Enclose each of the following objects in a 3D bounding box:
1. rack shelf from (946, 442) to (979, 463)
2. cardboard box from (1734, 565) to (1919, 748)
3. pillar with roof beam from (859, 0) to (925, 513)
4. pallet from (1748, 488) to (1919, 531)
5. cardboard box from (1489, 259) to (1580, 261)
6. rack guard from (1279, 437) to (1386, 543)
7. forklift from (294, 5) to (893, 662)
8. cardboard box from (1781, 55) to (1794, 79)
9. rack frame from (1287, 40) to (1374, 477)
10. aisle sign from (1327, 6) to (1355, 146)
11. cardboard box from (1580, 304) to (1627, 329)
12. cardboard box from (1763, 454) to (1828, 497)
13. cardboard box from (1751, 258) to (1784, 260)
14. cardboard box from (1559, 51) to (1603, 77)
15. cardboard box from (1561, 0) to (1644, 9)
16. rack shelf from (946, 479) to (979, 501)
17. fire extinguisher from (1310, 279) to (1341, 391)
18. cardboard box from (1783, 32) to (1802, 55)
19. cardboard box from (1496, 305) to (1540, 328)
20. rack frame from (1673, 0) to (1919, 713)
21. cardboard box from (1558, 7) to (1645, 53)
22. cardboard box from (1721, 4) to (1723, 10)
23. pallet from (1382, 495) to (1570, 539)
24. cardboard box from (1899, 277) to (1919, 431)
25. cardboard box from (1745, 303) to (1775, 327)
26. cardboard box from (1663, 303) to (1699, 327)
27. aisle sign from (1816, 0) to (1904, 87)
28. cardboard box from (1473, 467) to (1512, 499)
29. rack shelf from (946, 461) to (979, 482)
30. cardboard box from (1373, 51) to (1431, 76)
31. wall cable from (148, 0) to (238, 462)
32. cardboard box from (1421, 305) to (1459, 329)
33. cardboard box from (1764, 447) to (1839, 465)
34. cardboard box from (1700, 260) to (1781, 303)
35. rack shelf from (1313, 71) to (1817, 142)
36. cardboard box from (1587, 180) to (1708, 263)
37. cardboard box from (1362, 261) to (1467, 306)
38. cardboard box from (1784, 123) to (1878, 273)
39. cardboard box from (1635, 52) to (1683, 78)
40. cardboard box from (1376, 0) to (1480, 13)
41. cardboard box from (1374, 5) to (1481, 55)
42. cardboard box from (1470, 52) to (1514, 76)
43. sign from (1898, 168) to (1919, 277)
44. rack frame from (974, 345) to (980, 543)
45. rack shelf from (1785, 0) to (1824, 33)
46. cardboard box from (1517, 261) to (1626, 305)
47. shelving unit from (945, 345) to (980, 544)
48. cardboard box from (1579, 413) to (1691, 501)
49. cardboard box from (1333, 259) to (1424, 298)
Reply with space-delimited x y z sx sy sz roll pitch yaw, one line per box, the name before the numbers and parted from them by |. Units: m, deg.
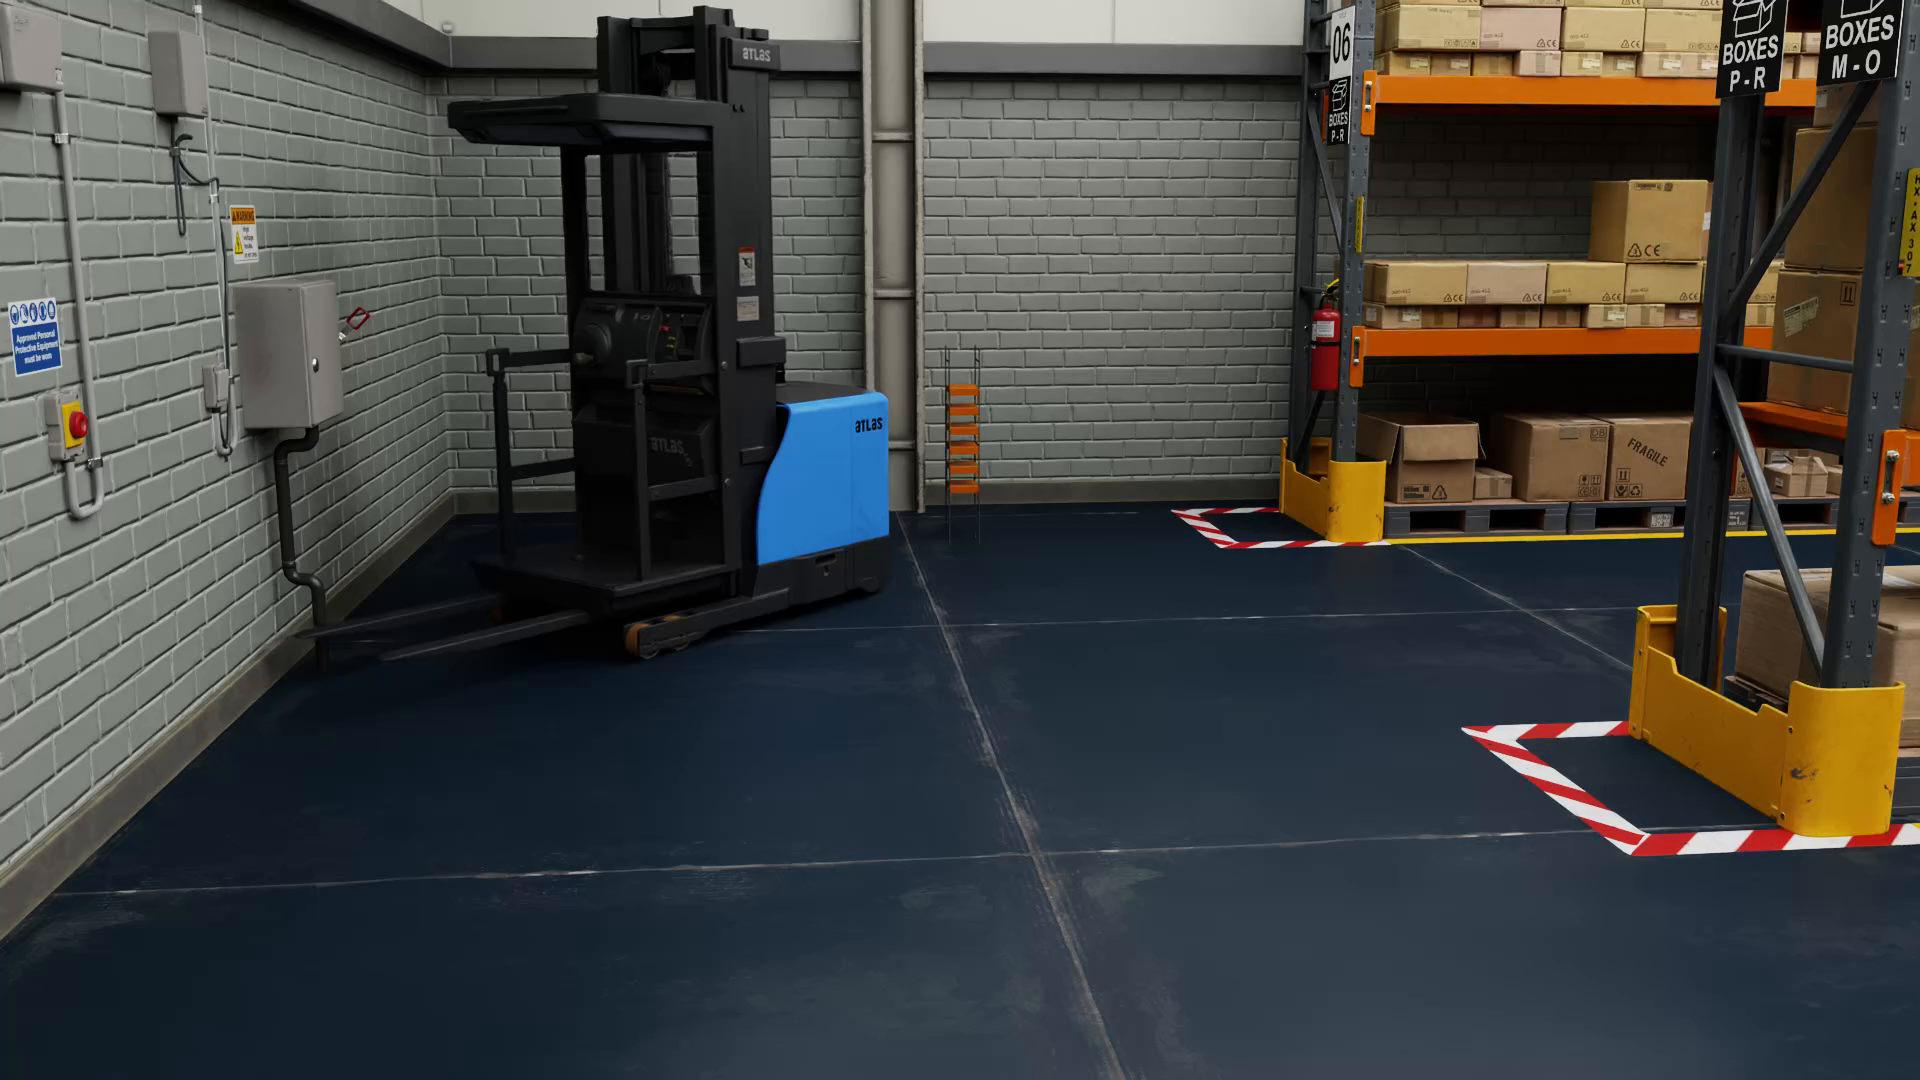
rack shelf | 0.014 -0.545 10.262 0.180 0.103 0.258 -1 11 -6
cardboard box | 3.513 0.403 6.096 0.875 0.438 0.875 -2 11 -8
pillar with roof beam | 0.015 -3.802 6.379 0.400 9.000 9.100 -1 11 -6
pallet | 5.622 -0.268 11.185 1.213 0.211 1.003 -1 11 -6
cardboard box | 3.763 -1.720 10.958 0.500 0.250 0.500 -1 11 -4
rack guard | 2.404 -0.342 10.813 0.348 0.500 1.175 -1 11 -6
forklift | -1.666 -1.001 7.861 1.130 2.935 3.031 9 14 37
cardboard box | 4.954 -2.922 10.332 0.250 0.149 0.380 -1 11 -4
rack frame | 2.328 -1.567 10.564 0.127 3.000 1.000 -1 11 -6
aisle sign | 2.292 -2.785 10.019 0.004 0.787 0.394 -1 11 -6
cardboard box | 3.971 -1.415 10.443 0.250 0.149 0.380 -2 11 -8
cardboard box | 5.428 -0.440 10.827 0.258 0.266 0.396 -1 11 -4
cardboard box | 5.286 -1.753 11.124 0.500 0.250 0.500 -1 11 -7
cardboard box | 3.703 -2.883 10.130 0.250 0.149 0.380 -1 11 -6
cardboard box | 3.802 -3.338 10.116 0.500 0.250 0.500 -1 11 -7
rack shelf | 0.014 -0.310 10.309 0.180 0.103 0.258 -1 11 -6
fire extinguisher | 2.232 -1.255 10.141 0.183 0.674 0.296 -1 11 -6
cardboard box | 4.826 -3.115 10.280 0.500 0.250 0.500 -1 11 -5
cardboard box | 3.448 -1.418 10.456 0.250 0.149 0.380 -1 11 -4
rack frame | 2.868 -0.615 5.722 0.127 3.000 1.000 -1 11 -6
cardboard box | 3.812 -3.091 10.157 0.500 0.250 0.500 -2 11 -8
cardboard box | 4.821 -3.362 10.240 0.500 0.250 0.500 -1 11 -5
pallet | 3.196 -0.217 10.926 1.213 0.211 1.003 -1 11 -6
cardboard box | 3.376 -0.619 5.483 0.500 0.500 0.500 -1 11 -7
cardboard box | 4.988 -1.442 10.576 0.250 0.149 0.380 -1 11 -7
cardboard box | 4.479 -1.443 10.586 0.250 0.149 0.380 -1 11 -6
aisle sign | 2.828 -1.834 5.181 0.004 0.787 0.394 -1 11 -6
cardboard box | 3.373 -0.370 10.778 0.250 0.149 0.380 -2 11 -8
rack shelf | 0.014 -0.428 10.286 0.180 0.103 0.258 -1 11 -6
cardboard box | 2.670 -2.878 10.106 0.250 0.149 0.380 -1 11 -5
wall cable | -2.900 -1.264 6.386 0.122 1.984 0.588 -1 11 -6
cardboard box | 2.933 -1.412 10.427 0.250 0.149 0.380 -1 11 -5
cardboard box | 5.623 -0.569 11.367 0.500 0.311 0.500 -1 11 -4
cardboard box | 4.831 -1.644 10.574 0.500 0.250 0.500 -1 11 -6
rack shelf | 4.317 -2.728 10.556 4.000 0.370 1.077 -1 11 -6
cardboard box | 4.300 -1.997 10.422 0.500 0.500 0.500 -1 11 -5
cardboard box | 2.809 -1.597 10.335 0.500 0.250 0.500 -1 11 -6
cardboard box | 3.322 -1.211 5.899 0.500 0.500 0.500 -1 11 -4
cardboard box | 4.205 -2.891 10.173 0.250 0.149 0.380 -1 11 -6
cardboard box | 2.797 -3.318 10.014 0.500 0.250 0.500 -1 11 -7
cardboard box | 2.799 -3.068 10.041 0.500 0.250 0.500 -1 11 -7
cardboard box | 3.185 -2.890 10.169 0.250 0.149 0.380 -1 11 -6
sign | 2.922 -0.972 5.089 0.005 0.325 0.100 -1 11 -6
rack frame | 0.105 -0.591 10.264 0.006 1.200 0.240 -1 11 -6
rack shelf | 4.856 -1.776 5.714 4.000 0.370 1.077 -1 11 -6
cardboard box | 3.813 -1.619 10.445 0.500 0.250 0.500 -1 11 -7
shelving unit | 0.014 -0.589 10.254 0.189 1.200 0.258 -1 11 -6
cardboard box | 4.337 -0.543 10.748 0.500 0.500 0.500 -1 11 -5
cardboard box | 2.757 -1.700 10.857 0.500 0.250 0.500 -1 11 -4
